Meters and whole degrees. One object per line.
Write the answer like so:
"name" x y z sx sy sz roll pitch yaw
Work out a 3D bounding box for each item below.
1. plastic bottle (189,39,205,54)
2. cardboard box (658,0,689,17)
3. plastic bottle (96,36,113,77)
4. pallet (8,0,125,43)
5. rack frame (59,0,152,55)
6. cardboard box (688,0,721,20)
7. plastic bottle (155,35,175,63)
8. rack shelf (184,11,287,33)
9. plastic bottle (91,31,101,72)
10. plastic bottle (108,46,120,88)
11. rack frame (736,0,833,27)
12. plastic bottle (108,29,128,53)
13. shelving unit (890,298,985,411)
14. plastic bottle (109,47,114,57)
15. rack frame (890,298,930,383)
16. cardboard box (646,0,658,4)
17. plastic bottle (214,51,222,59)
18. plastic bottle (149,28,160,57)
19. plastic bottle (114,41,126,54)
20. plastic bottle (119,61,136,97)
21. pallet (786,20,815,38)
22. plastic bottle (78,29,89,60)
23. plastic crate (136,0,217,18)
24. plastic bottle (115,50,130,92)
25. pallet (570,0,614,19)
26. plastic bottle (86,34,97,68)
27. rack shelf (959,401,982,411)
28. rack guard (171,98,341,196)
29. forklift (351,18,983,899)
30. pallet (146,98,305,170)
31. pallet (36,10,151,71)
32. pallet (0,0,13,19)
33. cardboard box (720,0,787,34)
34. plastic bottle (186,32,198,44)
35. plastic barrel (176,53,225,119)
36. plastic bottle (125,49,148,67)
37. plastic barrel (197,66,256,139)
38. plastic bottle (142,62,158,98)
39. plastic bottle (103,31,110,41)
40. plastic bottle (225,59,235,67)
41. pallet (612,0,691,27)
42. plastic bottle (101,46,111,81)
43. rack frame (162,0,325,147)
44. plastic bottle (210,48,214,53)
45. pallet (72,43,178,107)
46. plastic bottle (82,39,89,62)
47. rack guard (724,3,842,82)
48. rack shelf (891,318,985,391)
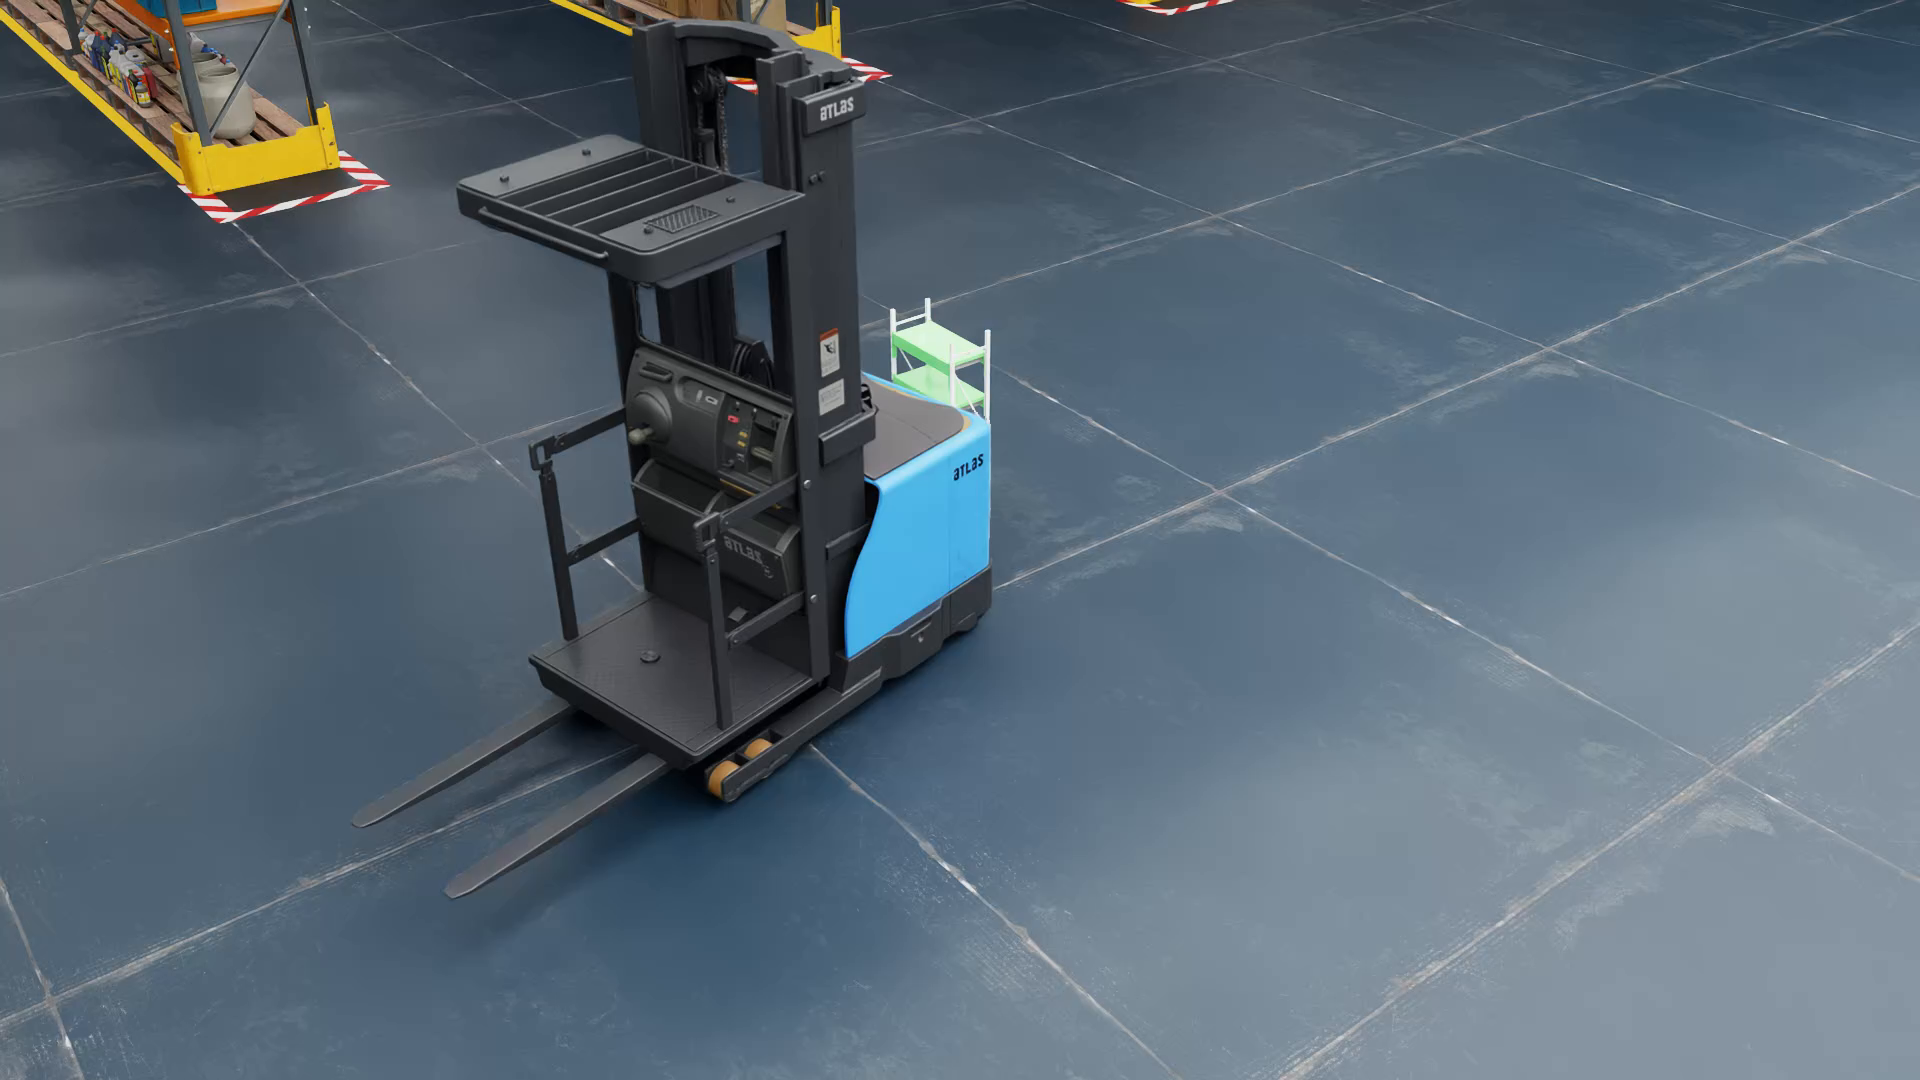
"plastic bottle" -6.987 -4.458 15.249 0.152 0.276 0.135 -22 38 -31
"cardboard box" -2.789 -5.710 17.071 0.500 0.500 0.500 -19 36 -27
"plastic bottle" -7.739 -4.399 15.084 0.144 0.351 0.185 -24 39 -33
"pallet" -9.287 -5.526 17.447 1.003 0.211 1.213 -22 38 -31
"rack frame" -8.022 -5.887 15.385 1.000 3.000 0.127 -22 38 -31
"cardboard box" -2.420 -5.443 16.641 0.614 0.500 0.614 -22 38 -31
"plastic bottle" -7.383 -4.603 15.483 0.152 0.276 0.135 -22 38 -31
"rack shelf" -6.796 -4.809 14.195 0.831 0.071 3.687 -22 38 -31
"plastic bottle" -7.855 -4.478 15.210 0.144 0.351 0.185 -21 38 -30
"plastic bottle" -7.478 -4.222 14.799 0.144 0.351 0.185 -23 38 -32
"rack frame" -1.657 -5.822 15.281 1.000 3.000 0.127 -22 38 -31
"plastic bottle" -7.741 -4.525 15.286 0.144 0.351 0.185 -22 38 -31
"shelving unit" -0.105 -0.581 8.548 0.258 1.200 0.492 -22 38 -31
"plastic bottle" -7.619 -4.316 15.026 0.097 0.271 0.097 0 32 0
"rack frame" -0.251 -0.680 8.708 0.240 1.200 0.015 -22 38 -31
"cardboard box" -3.096 -5.957 17.469 0.500 0.500 0.500 -26 40 -35
"plastic bottle" -6.645 -4.247 14.914 0.097 0.271 0.097 0 32 0
"plastic bottle" -7.513 -4.727 15.611 0.144 0.351 0.185 -22 38 -31
"plastic bottle" -7.671 -4.423 15.197 0.097 0.271 0.097 0 32 0
"plastic bottle" -7.260 -4.045 14.584 0.152 0.276 0.135 -23 39 -33
"pallet" -2.174 -5.019 16.632 1.003 0.211 1.213 -22 38 -31
"plastic bottle" -8.173 -4.640 15.547 0.097 0.271 0.097 0 32 0
"plastic crate" -7.911 -5.581 14.833 0.499 0.464 6.483 -22 38 -31
"plastic bottle" -7.364 -4.145 14.674 0.144 0.351 0.185 -21 37 -29
"pallet" -3.670 -6.036 18.269 1.003 0.211 1.213 -22 38 -31
"plastic bottle" -7.953 -4.516 15.343 0.152 0.276 0.135 -21 37 -30
"rack shelf" -0.101 -0.753 8.437 0.199 0.029 0.442 -22 38 -31
"rack guard" -5.653 -3.174 13.387 1.175 0.500 0.348 -22 38 -31
"forklift" -1.178 -0.449 6.695 1.121 2.935 3.031 24 39 33
"pallet" -6.147 -3.392 14.011 1.003 0.211 1.213 -22 38 -31
"pallet" -8.534 -5.017 16.628 1.003 0.211 1.213 -22 38 -31
"pallet" -10.030 -6.034 18.265 1.003 0.211 1.213 -22 38 -31
"cardboard box" -2.026 -5.205 16.258 0.500 0.500 0.500 -15 35 -23
"plastic bottle" -7.084 -4.559 15.341 0.144 0.351 0.185 -23 38 -32
"plastic barrel" -6.340 -3.800 13.985 0.421 0.512 0.421 0 32 0
"plastic bottle" -7.377 -4.249 14.912 0.152 0.276 0.135 -22 38 -31
"plastic barrel" -6.033 -3.591 13.649 0.421 0.512 0.421 0 32 0
"plastic bottle" -7.091 -4.025 14.545 0.061 0.283 0.133 -22 38 -31
"plastic bottle" -7.869 -4.554 15.397 0.061 0.283 0.133 -22 38 -31
"plastic bottle" -6.435 -4.104 14.684 0.097 0.271 0.097 0 32 0
"pallet" -2.918 -5.528 17.450 1.003 0.211 1.213 -22 38 -31
"plastic bottle" -7.671 -4.288 14.969 0.061 0.283 0.133 -20 37 -29
"rack frame" -5.569 -4.220 12.701 1.000 3.000 0.127 -22 38 -31
"plastic bottle" -6.706 -4.289 14.981 0.097 0.271 0.097 0 32 0
"pallet" -7.643 -4.409 15.649 1.003 0.211 1.213 -22 38 -31
"plastic bottle" -8.111 -4.568 15.497 0.097 0.201 0.097 0 32 0
"rack guard" -1.703 -4.792 15.992 1.175 0.500 0.348 -22 38 -31
"rack shelf" -0.101 -0.932 8.325 0.258 0.148 0.480 -22 38 -31
